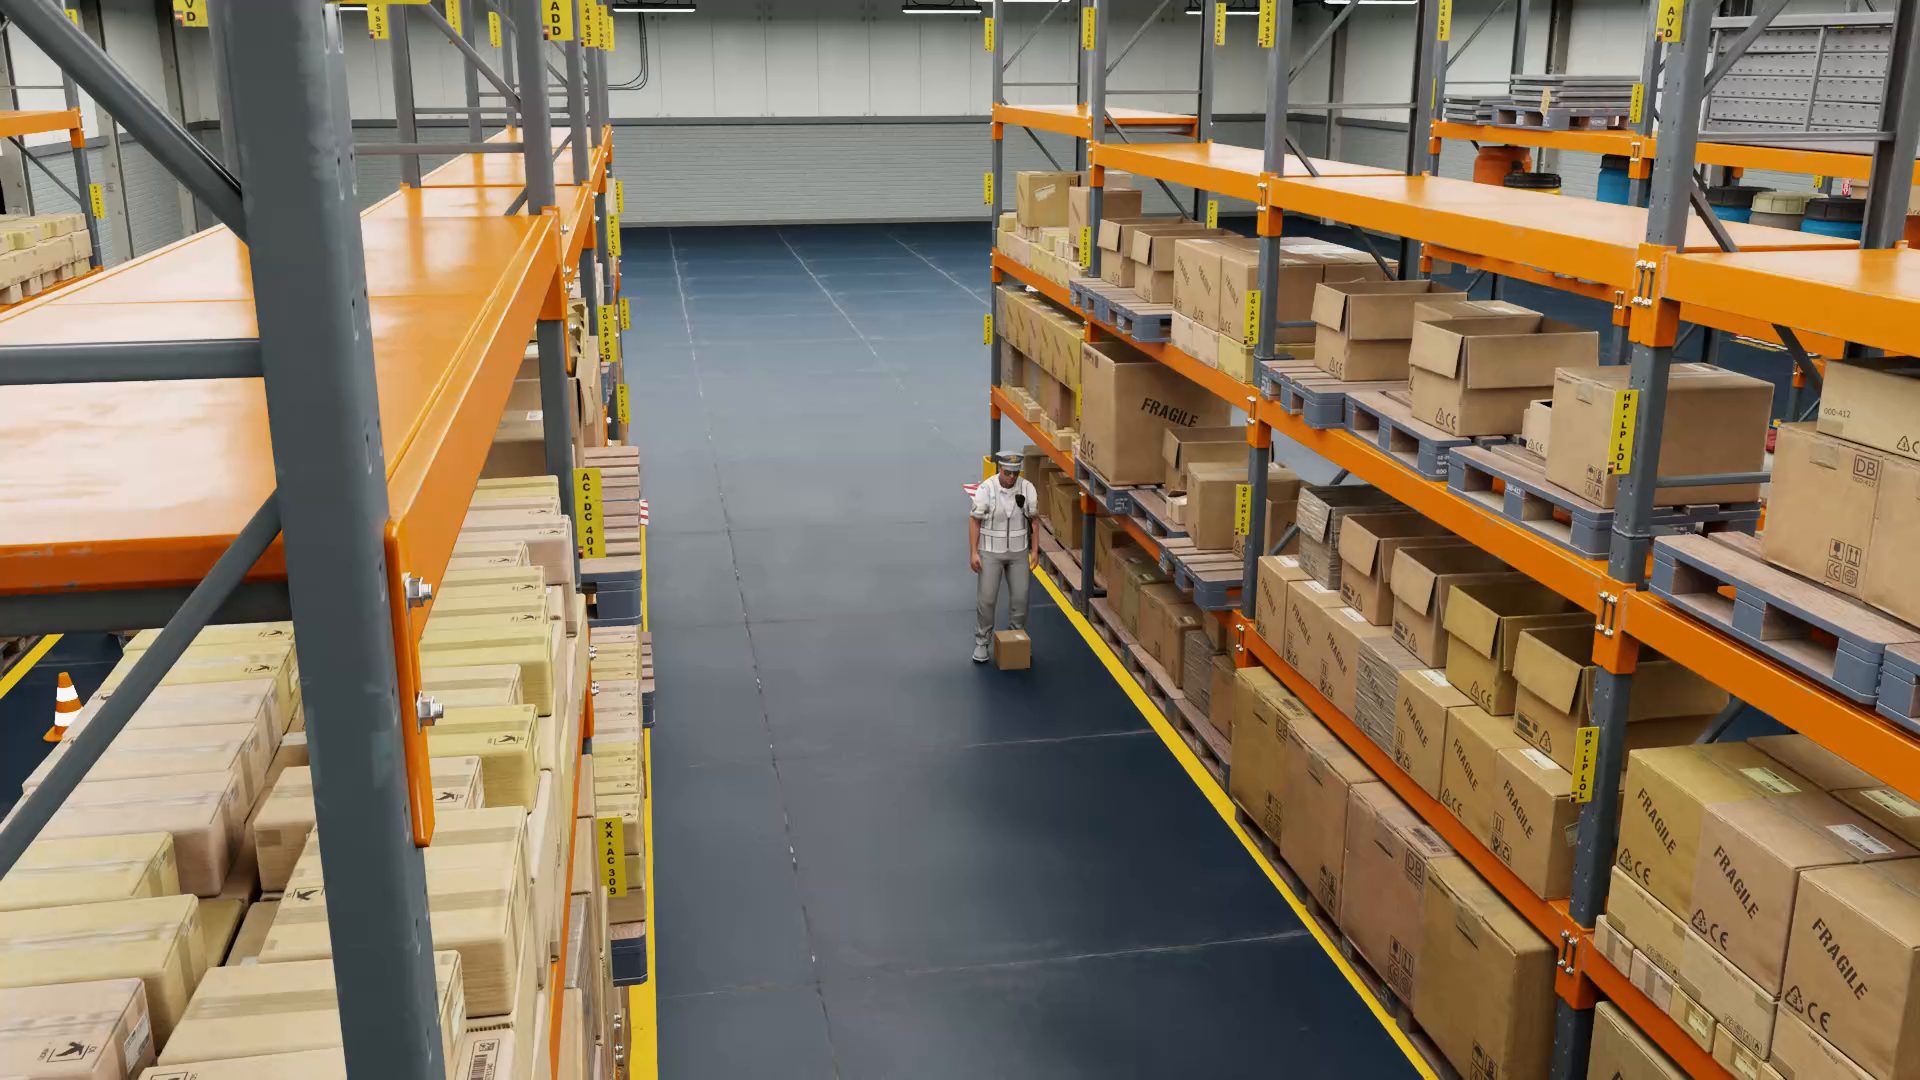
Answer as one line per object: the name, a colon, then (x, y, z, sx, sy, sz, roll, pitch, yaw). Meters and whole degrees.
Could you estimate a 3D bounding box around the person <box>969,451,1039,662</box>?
person: (0.363, 0.104, 13.666, 0.585, 1.747, 0.439, -3, 17, -10)
